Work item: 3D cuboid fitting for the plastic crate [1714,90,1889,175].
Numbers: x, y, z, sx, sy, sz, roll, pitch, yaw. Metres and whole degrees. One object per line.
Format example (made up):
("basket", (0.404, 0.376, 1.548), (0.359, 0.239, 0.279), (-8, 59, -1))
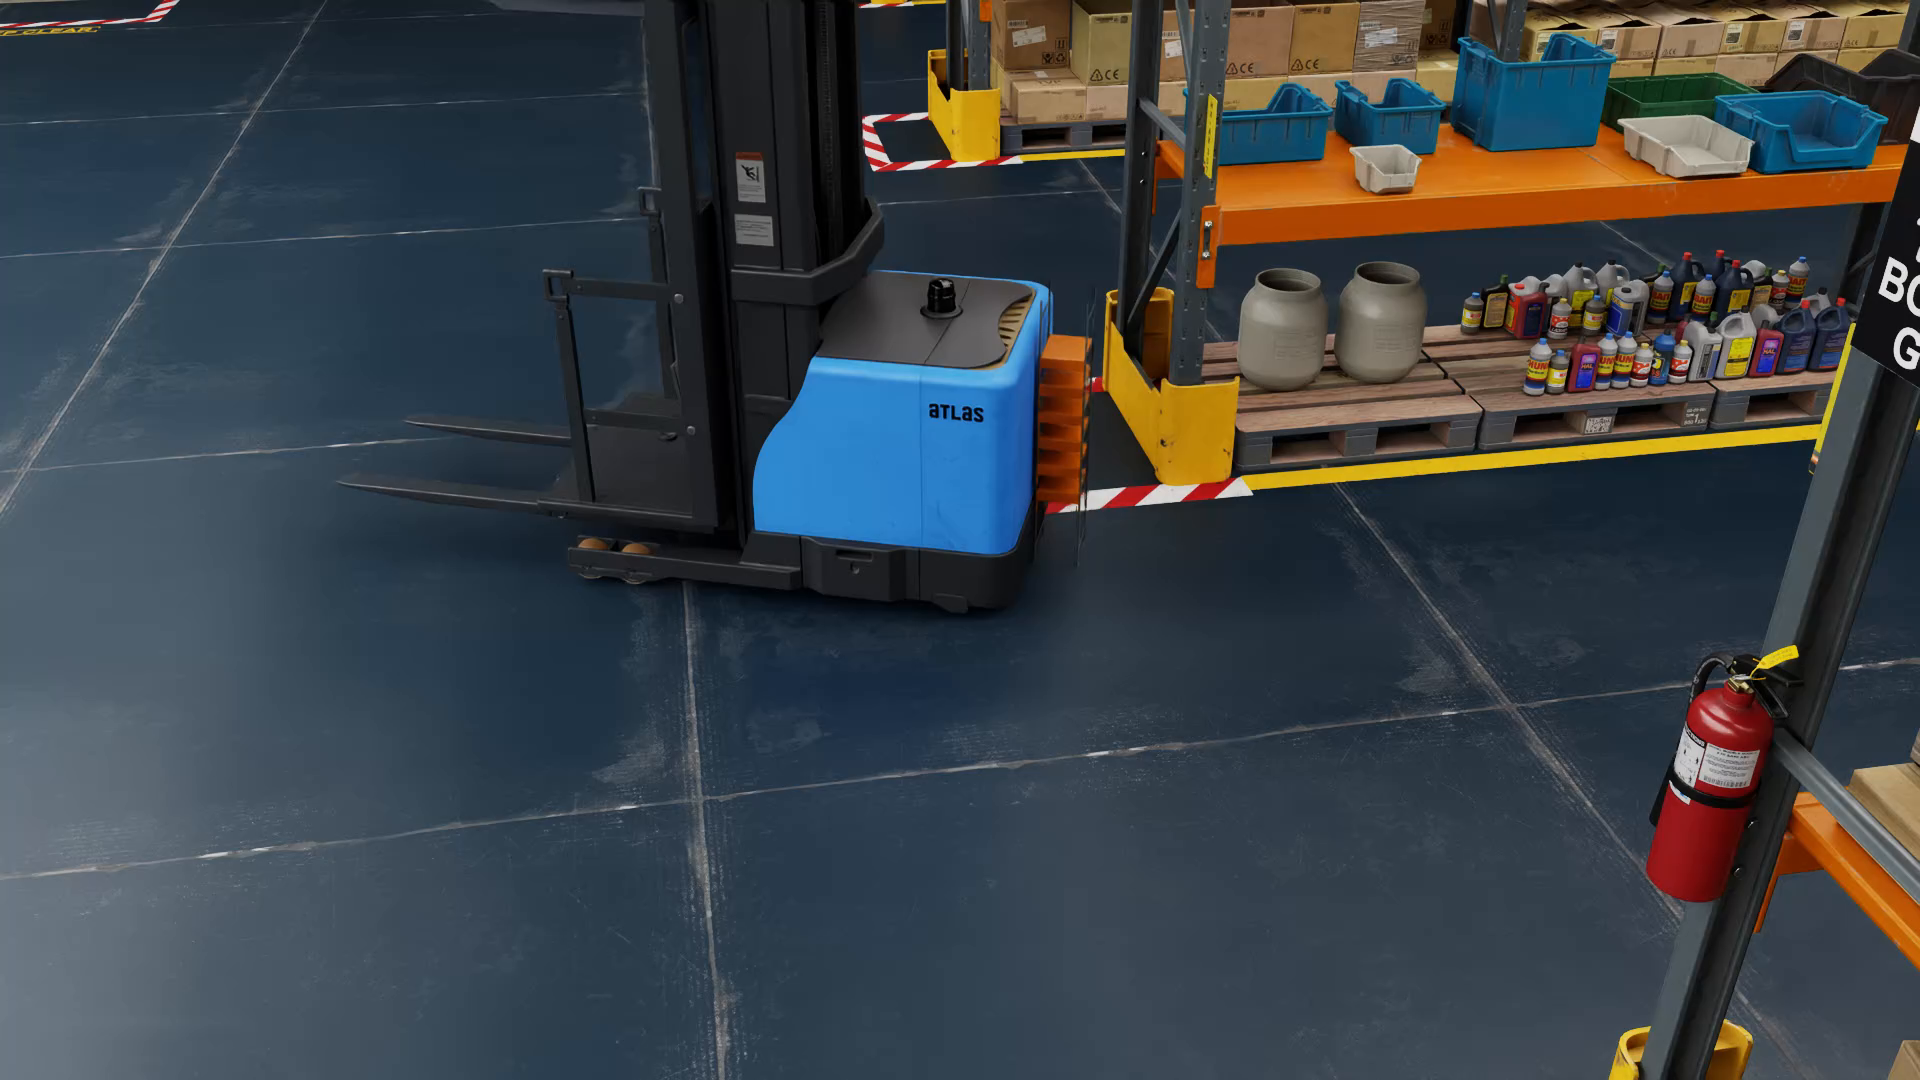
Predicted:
("plastic crate", (3.828, -1.878, 7.632), (0.616, 0.251, 0.499), (-5, 31, -9))

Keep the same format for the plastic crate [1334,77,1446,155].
("plastic crate", (2.012, -2.001, 7.840), (0.408, 0.251, 0.499), (-5, 31, -9))

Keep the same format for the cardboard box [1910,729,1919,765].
("cardboard box", (2.372, 0.448, 3.137), (0.500, 0.500, 0.875), (-5, 31, -9))

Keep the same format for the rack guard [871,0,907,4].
("rack guard", (-0.776, -5.682, 16.421), (0.348, 0.500, 1.175), (-5, 31, -9))

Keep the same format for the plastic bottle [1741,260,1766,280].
("plastic bottle", (4.163, -1.341, 8.824), (0.135, 0.276, 0.152), (-4, 31, -7))

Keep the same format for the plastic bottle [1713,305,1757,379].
("plastic bottle", (3.780, -0.977, 8.132), (0.185, 0.351, 0.144), (-5, 31, -9))

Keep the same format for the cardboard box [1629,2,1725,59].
("cardboard box", (5.433, -3.891, 12.653), (0.500, 0.311, 0.500), (-6, 31, -11))

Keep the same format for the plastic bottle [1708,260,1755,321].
("plastic bottle", (4.025, -1.288, 8.660), (0.185, 0.351, 0.144), (-5, 31, -9))

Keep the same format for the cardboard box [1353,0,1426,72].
("cardboard box", (3.069, -3.777, 12.272), (0.500, 0.500, 0.500), (-5, 31, -9))

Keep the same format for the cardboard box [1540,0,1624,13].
("cardboard box", (4.837, -4.117, 13.037), (0.500, 0.311, 0.500), (-4, 31, -8))

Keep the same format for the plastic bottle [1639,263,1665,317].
("plastic bottle", (3.644, -1.319, 8.780), (0.133, 0.283, 0.061), (-4, 31, -7))

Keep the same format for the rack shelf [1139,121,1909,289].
("rack shelf", (2.901, -1.686, 7.868), (4.000, 0.370, 1.077), (-5, 31, -9))

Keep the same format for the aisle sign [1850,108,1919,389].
("aisle sign", (1.711, -0.609, 2.761), (0.004, 0.787, 0.394), (-5, 31, -9))

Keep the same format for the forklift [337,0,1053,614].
("forklift", (-1.166, -1.334, 6.627), (3.031, 2.935, 1.130), (6, 31, 10))

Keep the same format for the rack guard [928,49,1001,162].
("rack guard", (0.021, -3.204, 12.205), (0.348, 0.500, 1.175), (-5, 31, -9))

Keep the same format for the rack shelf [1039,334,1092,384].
("rack shelf", (0.428, -0.732, 6.689), (0.180, 0.103, 0.258), (6, 31, 10))

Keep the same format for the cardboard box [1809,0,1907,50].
("cardboard box", (6.933, -4.030, 12.890), (0.500, 0.311, 0.500), (-6, 31, -10))

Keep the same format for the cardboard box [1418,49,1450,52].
("cardboard box", (3.469, -3.753, 12.972), (0.500, 0.250, 0.500), (-5, 31, -9))

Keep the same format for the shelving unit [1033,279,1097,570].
("shelving unit", (0.428, -0.460, 6.849), (0.189, 1.200, 0.258), (6, 31, 10))

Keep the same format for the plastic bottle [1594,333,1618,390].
("plastic bottle", (3.110, -0.869, 8.025), (0.097, 0.271, 0.097), (0, 30, 0))

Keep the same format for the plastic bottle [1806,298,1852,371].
("plastic bottle", (4.286, -1.024, 8.211), (0.185, 0.351, 0.144), (-6, 31, -10))

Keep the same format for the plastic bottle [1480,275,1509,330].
("plastic bottle", (2.773, -1.238, 8.642), (0.133, 0.283, 0.061), (-5, 31, -8))

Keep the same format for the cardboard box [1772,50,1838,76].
("cardboard box", (6.439, -3.747, 12.961), (0.500, 0.250, 0.500), (-5, 31, -8))

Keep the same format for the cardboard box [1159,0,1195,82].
("cardboard box", (1.594, -3.639, 12.038), (0.500, 0.500, 0.500), (-5, 31, -9))

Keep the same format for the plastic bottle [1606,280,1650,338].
("plastic bottle", (3.447, -1.200, 8.584), (0.135, 0.276, 0.152), (-5, 31, -9))

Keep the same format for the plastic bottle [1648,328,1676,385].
("plastic bottle", (3.408, -0.896, 8.072), (0.097, 0.271, 0.097), (0, 30, 0))

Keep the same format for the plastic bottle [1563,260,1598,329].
("plastic bottle", (3.213, -1.287, 8.658), (0.185, 0.351, 0.144), (-4, 31, -7))

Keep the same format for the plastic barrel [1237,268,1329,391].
("plastic barrel", (1.567, -1.020, 8.066), (0.421, 0.512, 0.421), (0, 30, 0))

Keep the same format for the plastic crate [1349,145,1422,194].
("plastic crate", (1.872, -1.621, 7.308), (0.250, 0.136, 0.298), (-5, 31, -9))

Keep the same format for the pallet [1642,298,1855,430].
("pallet", (4.200, -0.936, 8.634), (1.213, 0.211, 1.003), (-5, 31, -9))

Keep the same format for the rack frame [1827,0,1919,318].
("rack frame", (4.868, -2.179, 7.996), (0.127, 3.000, 1.000), (-5, 31, -9))

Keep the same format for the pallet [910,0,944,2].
("pallet", (0.029, -5.614, 16.590), (1.213, 0.211, 1.003), (-5, 31, -9))

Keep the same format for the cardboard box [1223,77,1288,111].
("cardboard box", (2.088, -3.353, 12.292), (0.500, 0.250, 0.500), (-5, 31, -9))

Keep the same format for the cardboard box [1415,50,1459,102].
("cardboard box", (3.563, -3.493, 12.530), (0.500, 0.250, 0.500), (-5, 31, -9))

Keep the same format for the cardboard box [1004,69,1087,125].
("cardboard box", (0.613, -3.217, 12.061), (0.500, 0.250, 0.500), (-5, 31, -9))

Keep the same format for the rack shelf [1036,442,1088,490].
("rack shelf", (0.428, -0.319, 6.933), (0.180, 0.103, 0.258), (6, 31, 10))

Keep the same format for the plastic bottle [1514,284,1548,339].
("plastic bottle", (2.934, -1.175, 8.534), (0.133, 0.283, 0.061), (-5, 31, -9))

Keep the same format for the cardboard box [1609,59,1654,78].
("cardboard box", (4.924, -3.604, 12.718), (0.500, 0.250, 0.500), (-5, 31, -8))

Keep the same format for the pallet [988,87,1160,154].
("pallet", (0.790, -3.172, 12.437), (1.213, 0.211, 1.003), (-5, 31, -9))

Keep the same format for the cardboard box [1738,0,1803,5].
("cardboard box", (6.329, -4.252, 13.268), (0.500, 0.311, 0.500), (-6, 31, -10))

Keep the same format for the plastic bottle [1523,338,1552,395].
("plastic bottle", (2.773, -0.837, 7.972), (0.097, 0.271, 0.097), (0, 30, 0))

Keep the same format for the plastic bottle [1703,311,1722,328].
("plastic bottle", (3.736, -0.997, 8.232), (0.133, 0.283, 0.061), (-5, 31, -9))
